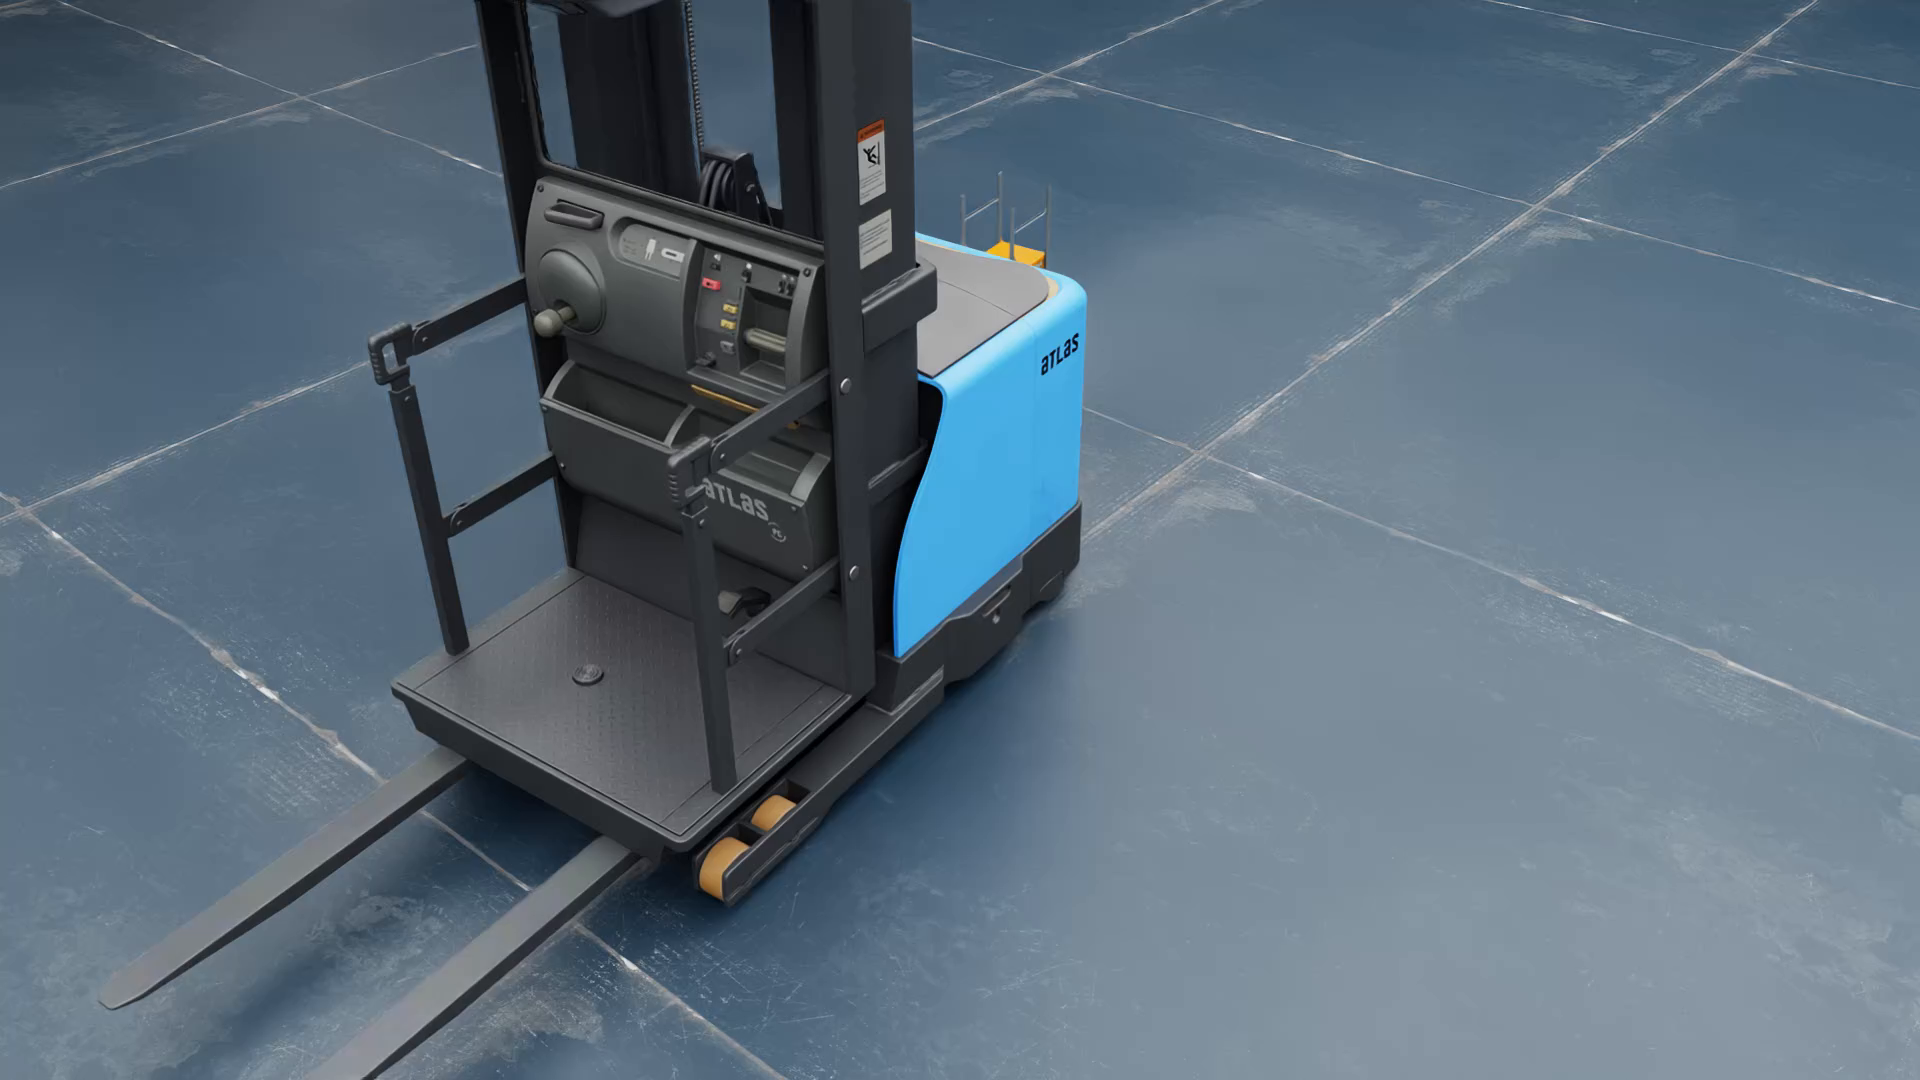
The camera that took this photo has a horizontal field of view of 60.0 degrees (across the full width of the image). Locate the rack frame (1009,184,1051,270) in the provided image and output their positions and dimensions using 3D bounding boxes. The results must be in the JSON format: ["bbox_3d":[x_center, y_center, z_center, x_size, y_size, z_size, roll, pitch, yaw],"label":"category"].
[{"bbox_3d":[0.222,-0.578,5.532,0.006,1.200,0.240,20,39,27],"label":"rack frame"}]

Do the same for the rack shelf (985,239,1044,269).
[{"bbox_3d":[0.145,-0.867,5.395,0.180,0.103,0.258,20,39,27],"label":"rack shelf"}]

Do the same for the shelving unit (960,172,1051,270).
[{"bbox_3d":[0.145,-0.607,5.574,0.189,1.200,0.258,20,39,27],"label":"shelving unit"}]

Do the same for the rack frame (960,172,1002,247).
[{"bbox_3d":[0.069,-0.635,5.615,0.006,1.200,0.240,20,39,27],"label":"rack frame"}]

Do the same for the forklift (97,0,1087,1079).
[{"bbox_3d":[-0.852,-0.569,3.990,1.130,2.935,3.031,21,40,28],"label":"forklift"}]
